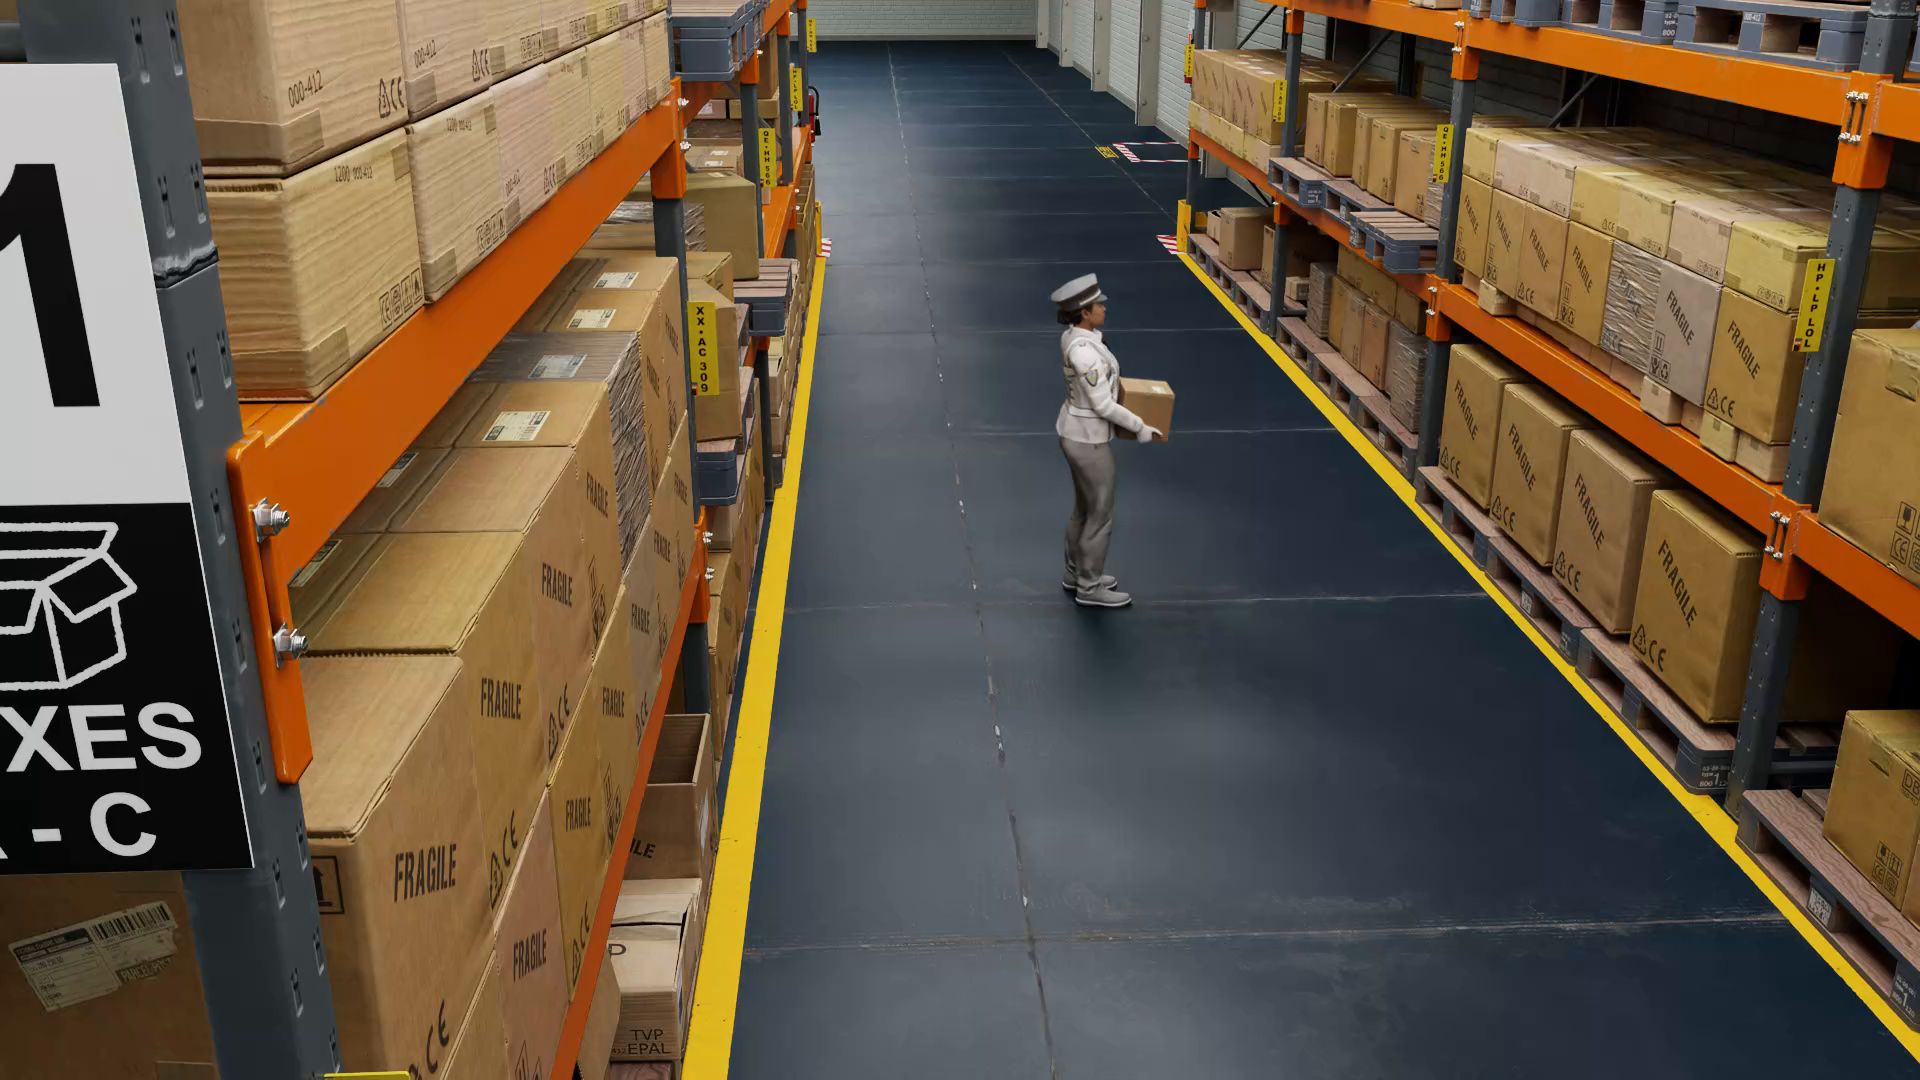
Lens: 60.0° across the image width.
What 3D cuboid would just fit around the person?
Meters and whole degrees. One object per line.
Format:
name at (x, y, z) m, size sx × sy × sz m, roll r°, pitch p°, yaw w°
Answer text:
person at (0.720, -0.501, 8.374) m, size 0.550 × 1.690 × 0.469 m, roll -1°, pitch 21°, yaw -3°
